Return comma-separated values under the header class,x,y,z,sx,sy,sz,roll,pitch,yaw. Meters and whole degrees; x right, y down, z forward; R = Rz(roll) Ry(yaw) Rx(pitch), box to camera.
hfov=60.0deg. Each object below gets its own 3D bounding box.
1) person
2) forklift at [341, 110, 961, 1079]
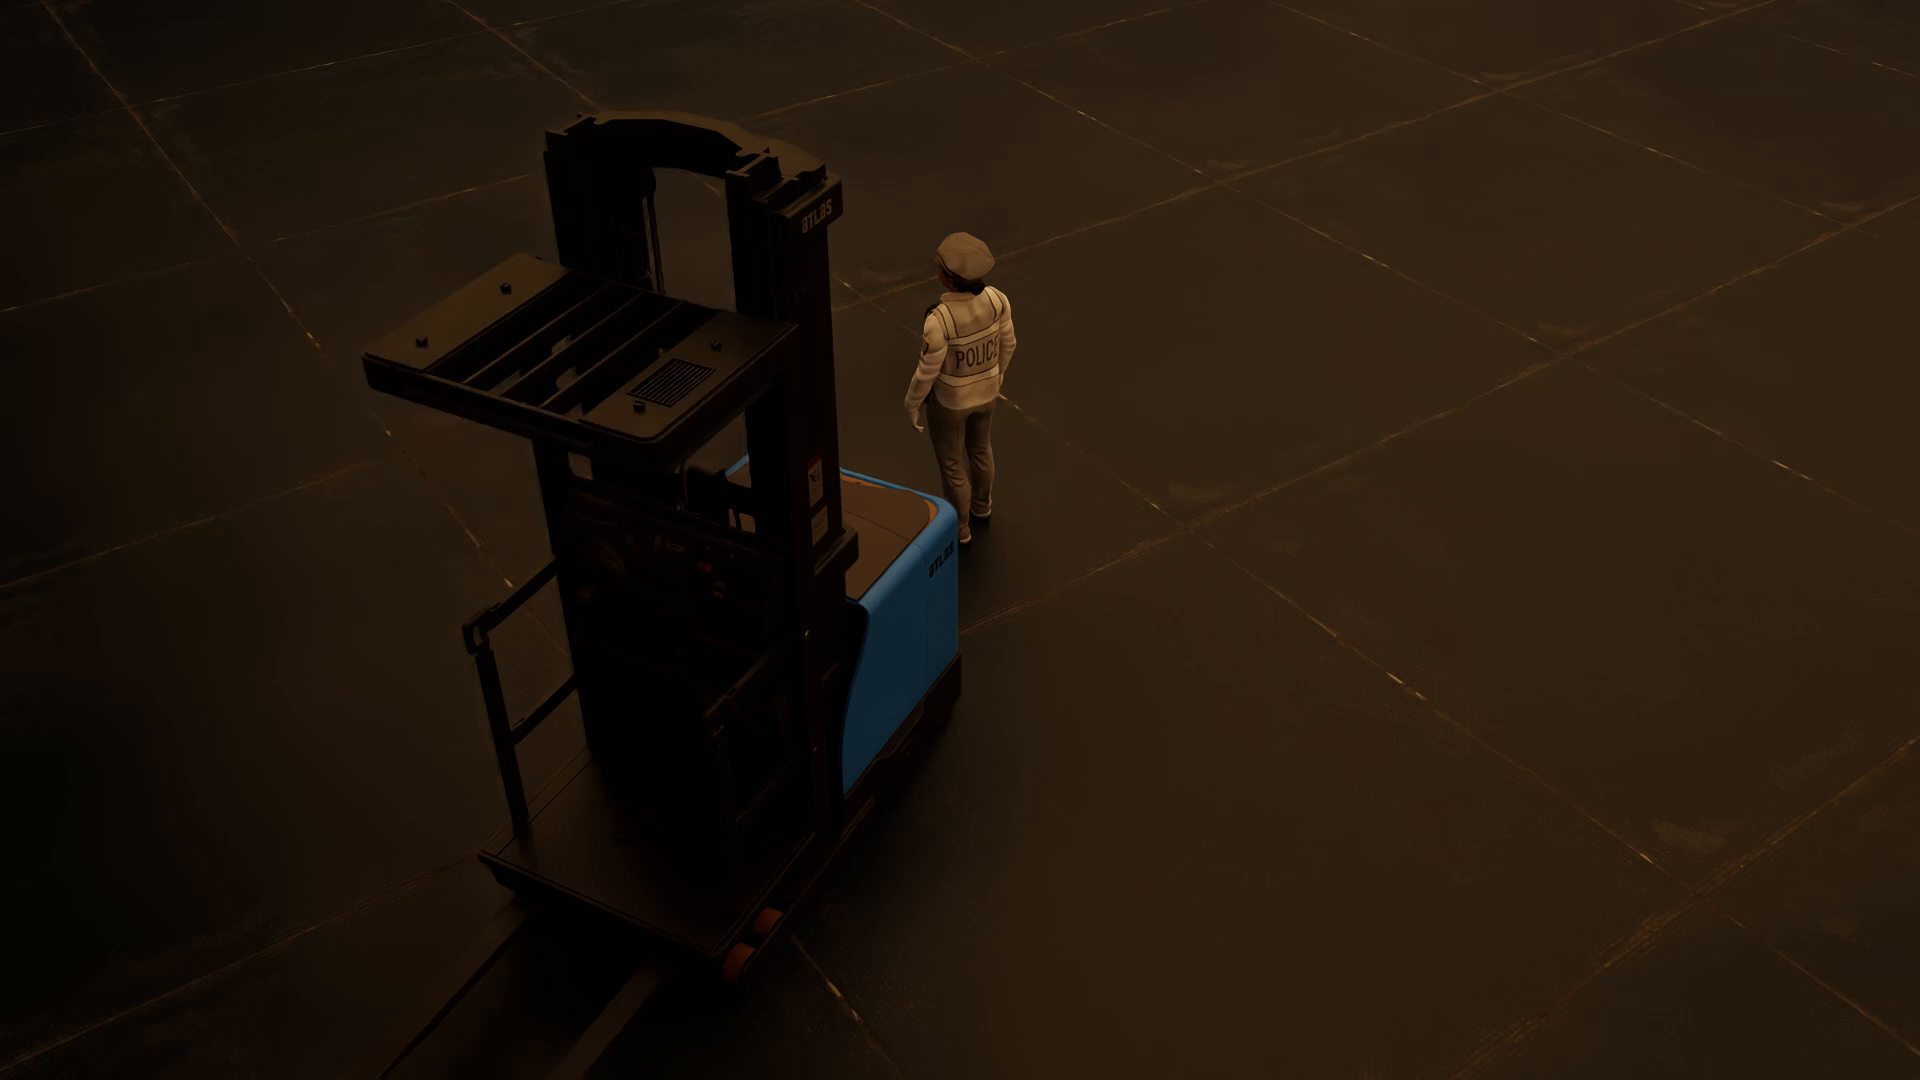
class,x,y,z,sx,sy,sz,roll,pitch,yaw
person,-0.034,-0.722,7.949,0.588,1.697,0.534,-23,42,-28
forklift,-1.119,0.176,5.706,1.130,2.935,3.031,17,40,22
